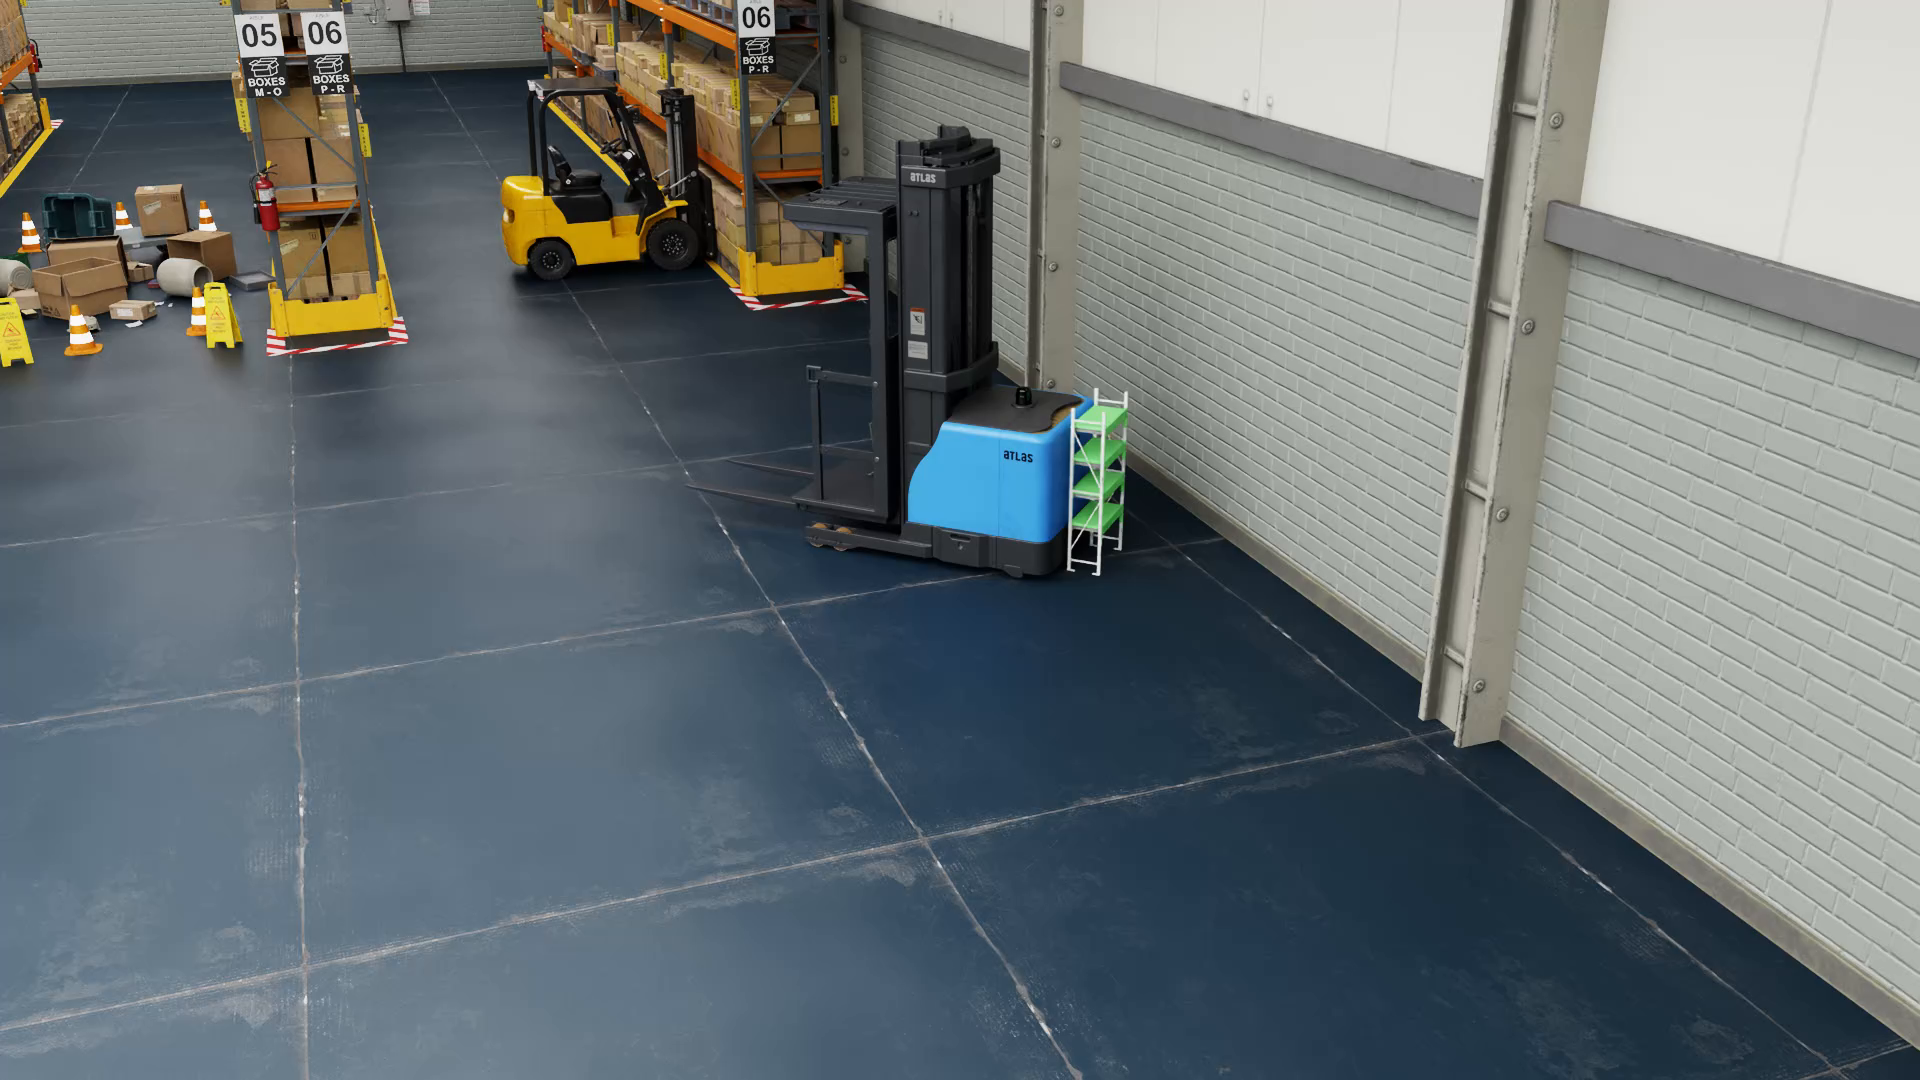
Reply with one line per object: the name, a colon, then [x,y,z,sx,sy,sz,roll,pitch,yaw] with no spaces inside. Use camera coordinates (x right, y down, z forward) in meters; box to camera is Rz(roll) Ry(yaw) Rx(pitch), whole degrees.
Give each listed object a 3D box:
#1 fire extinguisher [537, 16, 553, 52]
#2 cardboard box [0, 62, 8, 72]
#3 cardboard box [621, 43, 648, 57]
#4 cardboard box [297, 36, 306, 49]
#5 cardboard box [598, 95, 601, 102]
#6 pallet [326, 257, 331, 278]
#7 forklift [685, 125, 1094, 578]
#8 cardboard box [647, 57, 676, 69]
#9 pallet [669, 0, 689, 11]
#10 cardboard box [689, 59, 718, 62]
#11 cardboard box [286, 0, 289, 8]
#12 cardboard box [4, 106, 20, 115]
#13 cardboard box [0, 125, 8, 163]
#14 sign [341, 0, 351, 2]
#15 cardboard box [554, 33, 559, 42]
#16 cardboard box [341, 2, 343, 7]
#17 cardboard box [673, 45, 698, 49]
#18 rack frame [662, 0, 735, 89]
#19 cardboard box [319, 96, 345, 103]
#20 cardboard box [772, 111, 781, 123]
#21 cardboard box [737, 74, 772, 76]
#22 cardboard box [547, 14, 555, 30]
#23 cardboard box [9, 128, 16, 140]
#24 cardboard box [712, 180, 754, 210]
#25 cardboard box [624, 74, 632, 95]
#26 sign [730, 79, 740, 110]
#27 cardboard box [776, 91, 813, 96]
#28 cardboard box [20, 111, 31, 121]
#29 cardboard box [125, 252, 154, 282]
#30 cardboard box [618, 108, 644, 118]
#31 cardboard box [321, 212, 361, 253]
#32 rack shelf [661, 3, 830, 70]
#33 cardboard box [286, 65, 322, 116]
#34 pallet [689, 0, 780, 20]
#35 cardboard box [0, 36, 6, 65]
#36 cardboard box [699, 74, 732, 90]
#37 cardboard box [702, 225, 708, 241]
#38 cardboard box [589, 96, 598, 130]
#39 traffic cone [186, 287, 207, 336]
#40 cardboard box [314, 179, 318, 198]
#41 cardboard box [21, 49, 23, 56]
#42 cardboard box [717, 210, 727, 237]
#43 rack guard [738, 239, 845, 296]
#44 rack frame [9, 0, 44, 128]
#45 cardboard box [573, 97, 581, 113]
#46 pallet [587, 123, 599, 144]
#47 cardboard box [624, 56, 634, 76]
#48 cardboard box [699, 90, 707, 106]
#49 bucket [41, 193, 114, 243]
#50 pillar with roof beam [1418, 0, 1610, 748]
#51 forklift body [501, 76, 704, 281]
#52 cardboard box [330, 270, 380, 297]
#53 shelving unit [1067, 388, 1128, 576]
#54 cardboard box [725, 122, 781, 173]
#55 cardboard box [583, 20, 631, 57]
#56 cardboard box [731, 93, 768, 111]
fire extinguisher: [-8.065,-9.873,32.393,0.296,0.674,0.183,-8,24,-19]
cardboard box: [-15.622,-7.645,26.849,0.380,0.149,0.250,-8,24,-18]
cardboard box: [-4.822,-7.276,24.686,0.380,0.149,0.250,-8,24,-18]
cardboard box: [-6.561,-5.109,16.972,0.380,0.149,0.250,-9,25,-21]
cardboard box: [-5.855,-7.436,27.872,0.380,0.149,0.250,-8,24,-19]
pallet: [-7.279,-3.080,19.285,1.003,0.211,1.213,-8,24,-19]
forklift: [-0.578,-1.449,11.913,3.031,2.935,1.130,10,25,22]
cardboard box: [-4.149,-6.629,23.153,0.380,0.149,0.250,-8,24,-19]
pallet: [-3.016,-6.765,20.692,1.003,0.211,1.213,-8,24,-19]
cardboard box: [-3.508,-6.518,22.889,0.380,0.149,0.250,-9,24,-20]
cardboard box: [-6.609,-5.475,16.813,0.380,0.149,0.250,-8,24,-19]
cardboard box: [-15.861,-7.118,27.639,0.380,0.149,0.250,-8,24,-19]
cardboard box: [-14.908,-6.046,25.411,0.500,0.500,0.500,-9,24,-20]
sign: [-6.063,-5.454,16.341,0.100,0.325,0.005,-8,24,-19]
cardboard box: [-7.313,-9.343,30.878,0.380,0.149,0.250,-9,24,-20]
cardboard box: [-6.668,-5.448,17.263,0.500,0.250,0.500,-9,24,-20]
cardboard box: [-4.067,-7.177,24.451,0.380,0.149,0.250,-9,24,-20]
rack frame: [-3.342,-5.730,21.984,1.000,3.000,0.127,-8,24,-19]
cardboard box: [-7.406,-4.918,19.544,0.500,0.500,0.500,-8,24,-17]
cardboard box: [-1.952,-4.862,18.959,0.380,0.149,0.250,-8,24,-19]
cardboard box: [-2.524,-5.668,20.489,0.380,0.149,0.250,-9,24,-20]
cardboard box: [-7.494,-9.774,31.387,0.500,0.250,0.500,-8,24,-18]
cardboard box: [-15.234,-6.431,26.394,0.380,0.149,0.250,-7,24,-17]
cardboard box: [-2.756,-4.155,19.959,0.500,0.250,0.500,-8,24,-18]
cardboard box: [-4.654,-6.737,24.564,0.500,0.250,0.500,-9,24,-20]
sign: [-2.441,-4.850,18.100,0.100,0.325,0.005,-8,24,-19]
cardboard box: [-1.883,-5.016,18.941,0.380,0.149,0.250,-7,24,-17]
cardboard box: [-15.985,-7.182,28.174,0.380,0.149,0.250,-8,24,-18]
cardboard box: [-9.704,-3.198,19.495,0.396,0.266,0.258,12,26,27]
cardboard box: [-5.166,-6.669,26.053,0.380,0.149,0.250,-10,25,-22]
cardboard box: [-6.795,-3.396,18.478,0.500,0.500,0.500,-9,25,-21]
rack shelf: [-2.635,-6.054,19.817,1.077,0.370,4.000,-8,24,-19]
cardboard box: [-7.450,-4.951,18.335,0.700,0.500,0.500,-9,24,-19]
pallet: [-2.589,-6.323,19.642,1.003,0.211,1.213,-8,24,-19]
cardboard box: [-15.526,-7.815,26.419,0.500,0.500,0.500,-8,24,-19]
cardboard box: [-2.977,-5.599,20.325,0.380,0.149,0.250,-8,24,-19]
cardboard box: [-2.930,-3.882,20.597,0.500,0.250,0.500,-8,24,-17]
cardboard box: [-6.010,-7.280,28.338,0.500,0.500,0.500,-9,24,-20]
traffic cone: [-7.930,-2.405,17.360,0.336,0.463,0.334,-8,24,-19]
cardboard box: [-6.600,-3.720,17.539,0.380,0.149,0.250,-8,24,-18]
cardboard box: [-16.386,-8.401,28.644,0.380,0.149,0.250,-8,24,-19]
cardboard box: [-2.560,-3.752,19.645,0.500,0.250,0.500,-9,24,-20]
rack guard: [-1.920,-3.116,19.000,1.175,0.500,0.348,-8,24,-19]
rack frame: [-16.818,-8.692,29.011,1.000,3.000,0.127,-8,24,-19]
cardboard box: [-6.765,-7.863,30.022,0.396,0.266,0.258,-7,24,-17]
pallet: [-5.845,-7.062,28.733,1.003,0.211,1.213,-8,24,-19]
cardboard box: [-4.651,-6.968,24.470,0.500,0.250,0.500,-8,24,-17]
cardboard box: [-2.947,-5.359,20.139,0.380,0.149,0.250,-9,24,-20]
bucket: [-10.374,-3.791,19.640,0.726,0.611,0.620,0,13,-1]
pillar with roof beam: [-1.120,-2.467,6.518,9.100,9.000,0.400,-8,24,-19]
forklift body: [-4.305,-4.325,19.741,2.313,2.155,1.214,-8,24,-19]
cardboard box: [-6.597,-2.852,18.154,0.500,0.250,0.500,-9,24,-19]
shelving unit: [0.966,-0.410,11.678,0.258,1.200,0.503,9,25,21]
cardboard box: [-2.348,-4.466,18.855,0.500,0.500,0.500,-9,24,-20]
cardboard box: [-5.746,-8.197,27.167,0.700,0.500,0.500,-8,24,-19]
cardboard box: [-2.368,-4.946,18.775,0.380,0.149,0.250,-8,24,-19]
